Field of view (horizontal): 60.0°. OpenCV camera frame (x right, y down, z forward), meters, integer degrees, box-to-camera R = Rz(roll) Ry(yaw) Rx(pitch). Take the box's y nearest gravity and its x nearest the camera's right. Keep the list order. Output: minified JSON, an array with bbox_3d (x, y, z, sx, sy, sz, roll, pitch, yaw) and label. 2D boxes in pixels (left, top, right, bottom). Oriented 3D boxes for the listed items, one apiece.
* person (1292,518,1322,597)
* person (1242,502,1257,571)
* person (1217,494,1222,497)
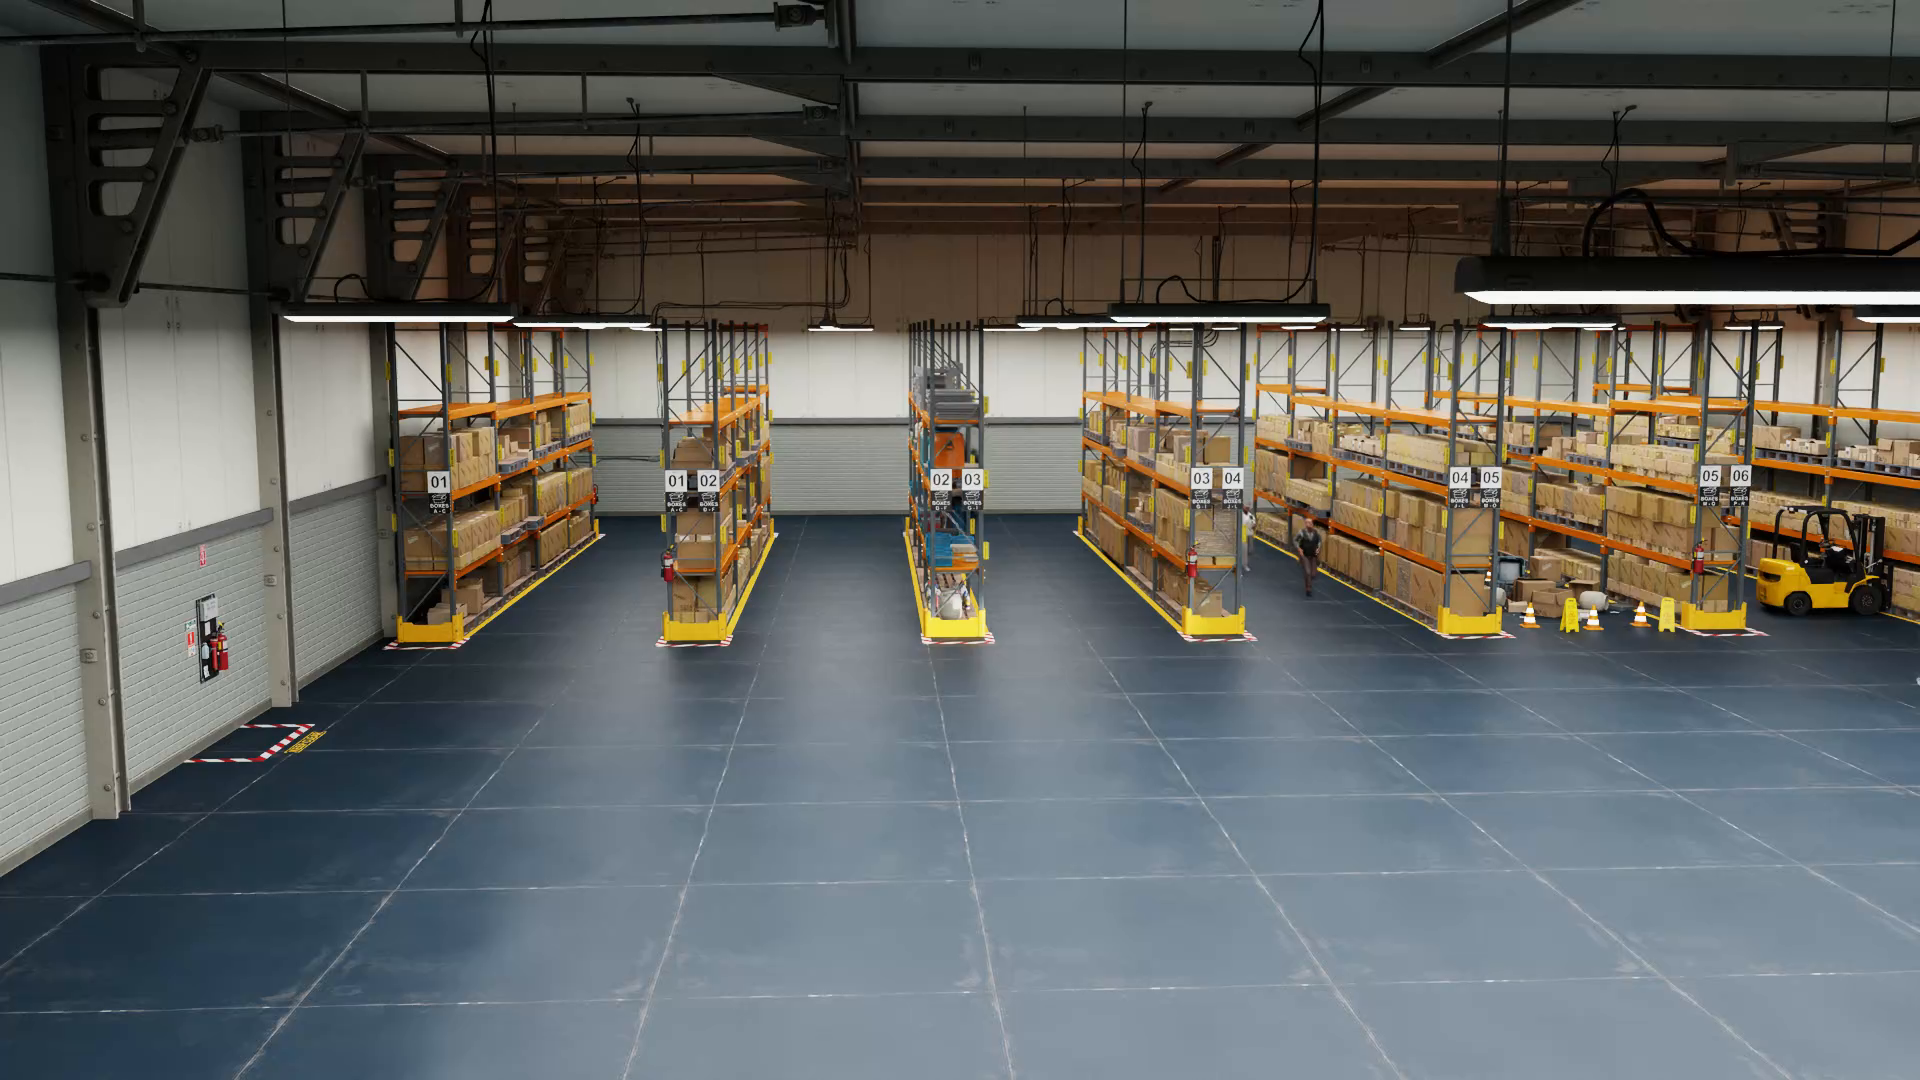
[{"bbox_3d":[7.659,0.366,36.644,0.672,1.704,0.693,-1,7,-5],"label":"person"},{"bbox_3d":[6.950,-0.109,40.520,0.588,1.667,0.781,-1,7,-11],"label":"person"},{"bbox_3d":[7.293,-0.749,46.219,0.539,1.577,0.741,-1,7,-6],"label":"person"}]
